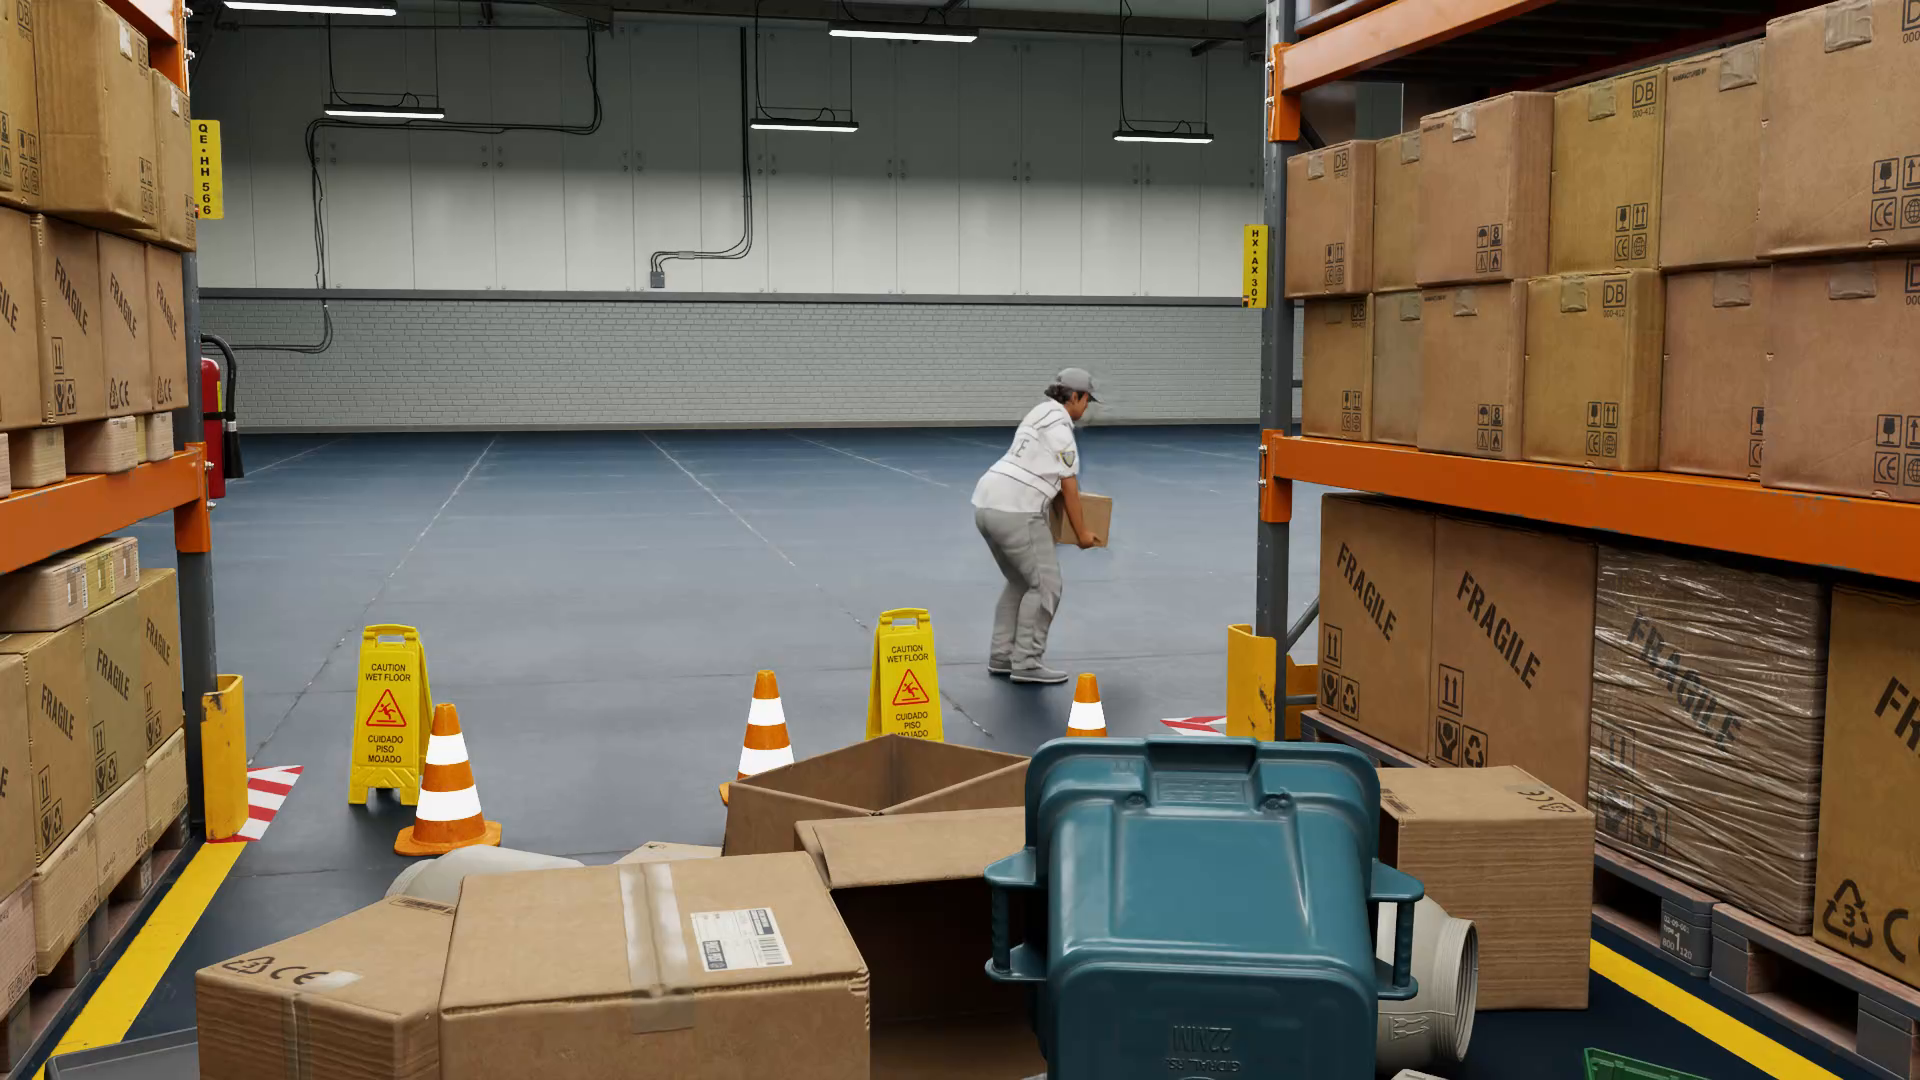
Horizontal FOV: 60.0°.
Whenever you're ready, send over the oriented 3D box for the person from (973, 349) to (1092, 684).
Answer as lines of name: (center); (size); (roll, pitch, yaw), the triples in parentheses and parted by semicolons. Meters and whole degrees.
person: (0.354, -0.123, 8.359); (0.553, 1.661, 0.452); (-2, 6, -15)
